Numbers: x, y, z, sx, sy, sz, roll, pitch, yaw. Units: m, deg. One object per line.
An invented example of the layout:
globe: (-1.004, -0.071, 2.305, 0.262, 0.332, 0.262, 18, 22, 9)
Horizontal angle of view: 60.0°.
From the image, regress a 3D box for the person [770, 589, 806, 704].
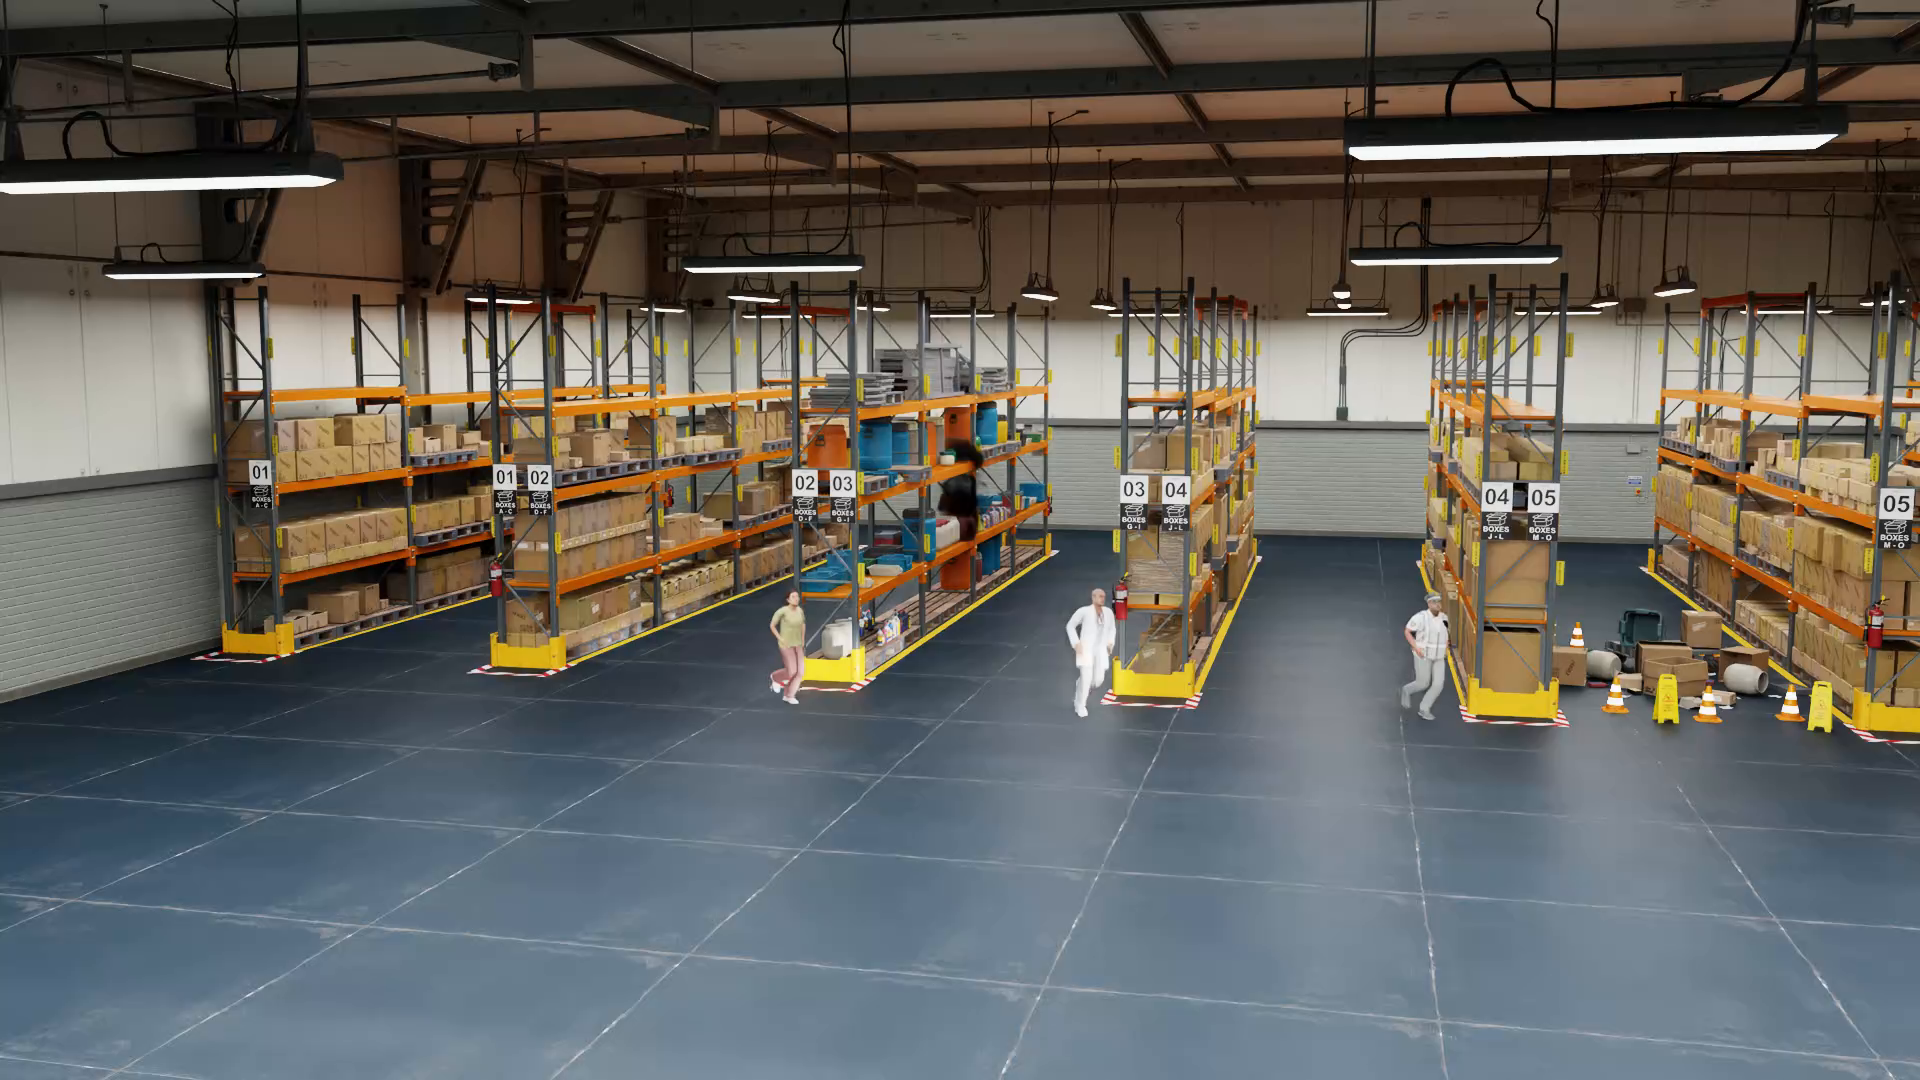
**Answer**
person: (-2.452, 1.496, 23.651, 0.562, 1.632, 0.576, 6, 9, 43)

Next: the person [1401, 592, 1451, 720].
person: (6.390, 1.550, 22.670, 0.696, 1.738, 0.612, -2, 7, -14)

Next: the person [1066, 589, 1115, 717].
person: (1.822, 1.573, 22.983, 0.759, 1.625, 0.632, -2, 7, -20)
